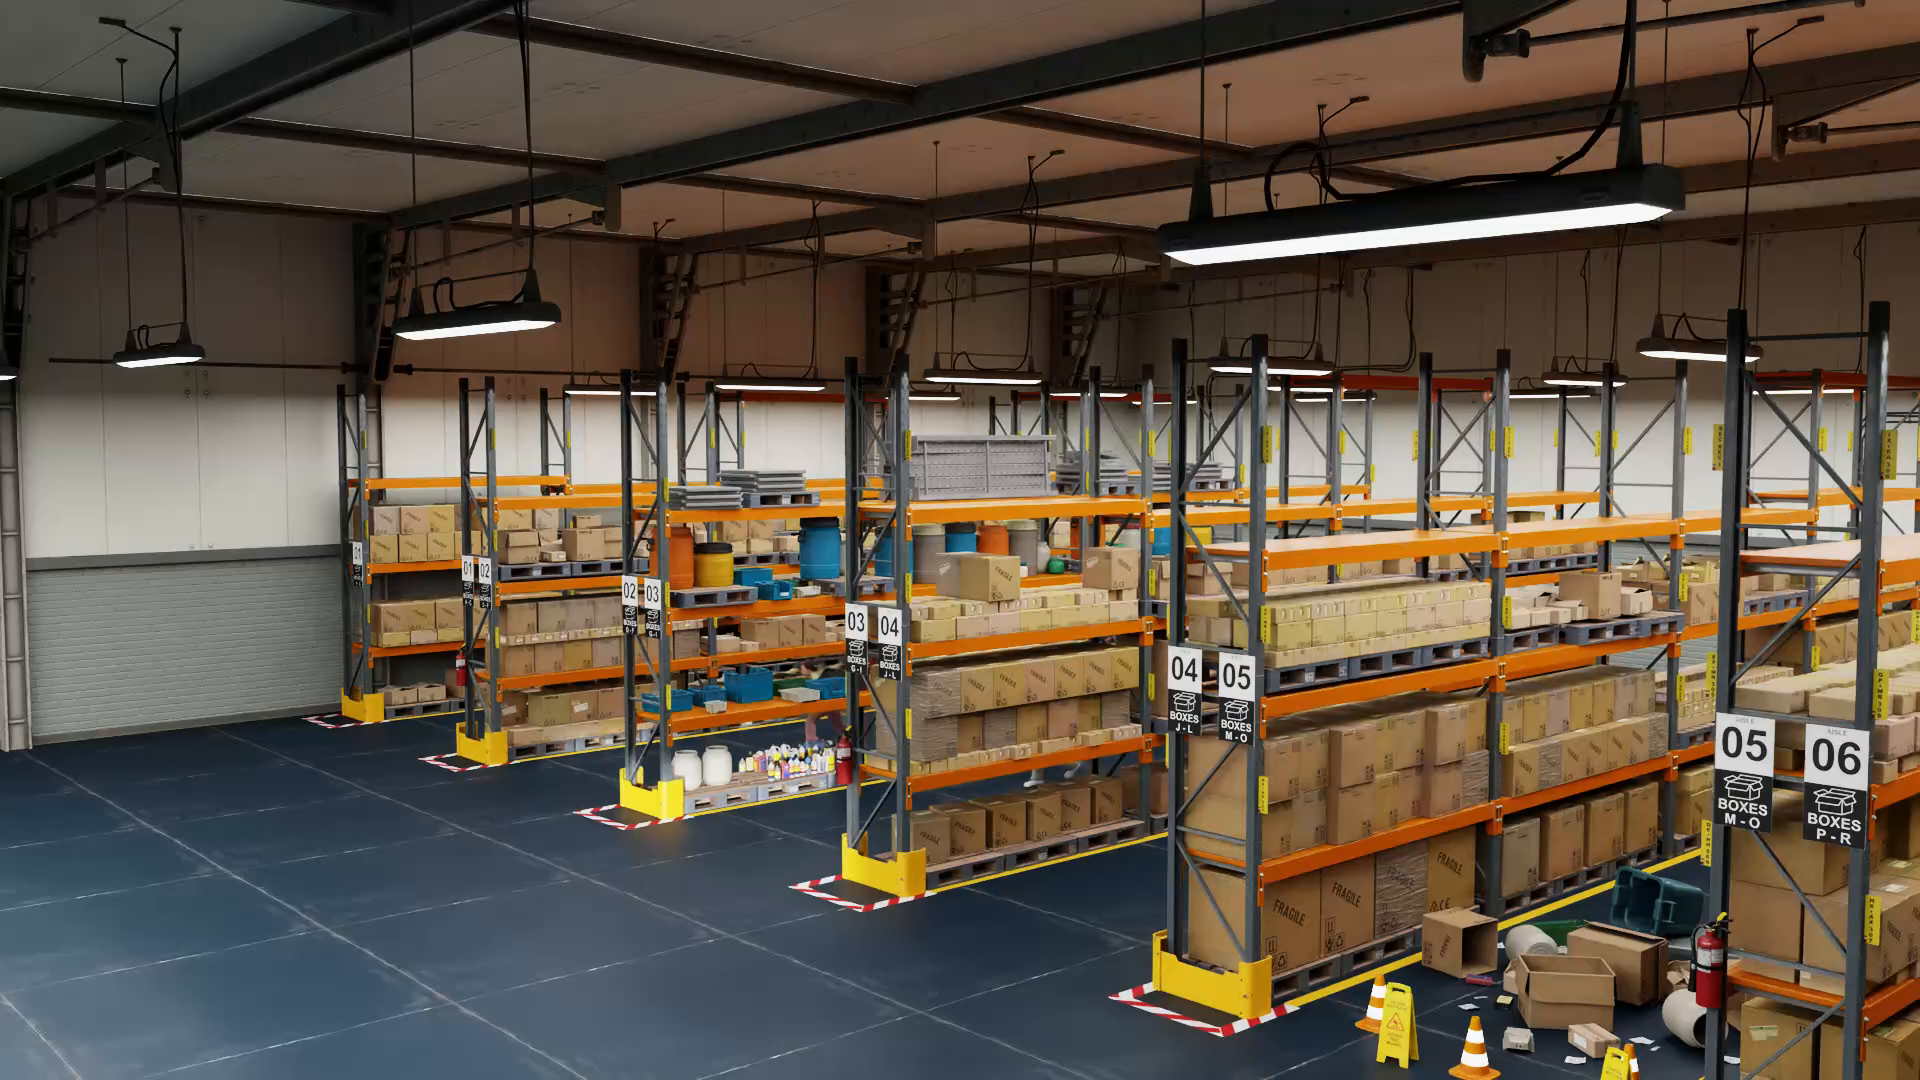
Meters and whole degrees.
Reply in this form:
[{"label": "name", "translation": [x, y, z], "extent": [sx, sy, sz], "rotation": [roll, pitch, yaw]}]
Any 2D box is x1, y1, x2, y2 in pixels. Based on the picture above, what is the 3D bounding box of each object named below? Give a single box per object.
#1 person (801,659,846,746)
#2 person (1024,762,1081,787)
[{"label": "person", "translation": [-2.070, 2.642, 26.514], "extent": [1.071, 1.516, 0.596], "rotation": [-1, 4, -13]}, {"label": "person", "translation": [1.395, 2.770, 24.034], "extent": [0.856, 1.628, 0.612], "rotation": [-2, 4, -23]}]
